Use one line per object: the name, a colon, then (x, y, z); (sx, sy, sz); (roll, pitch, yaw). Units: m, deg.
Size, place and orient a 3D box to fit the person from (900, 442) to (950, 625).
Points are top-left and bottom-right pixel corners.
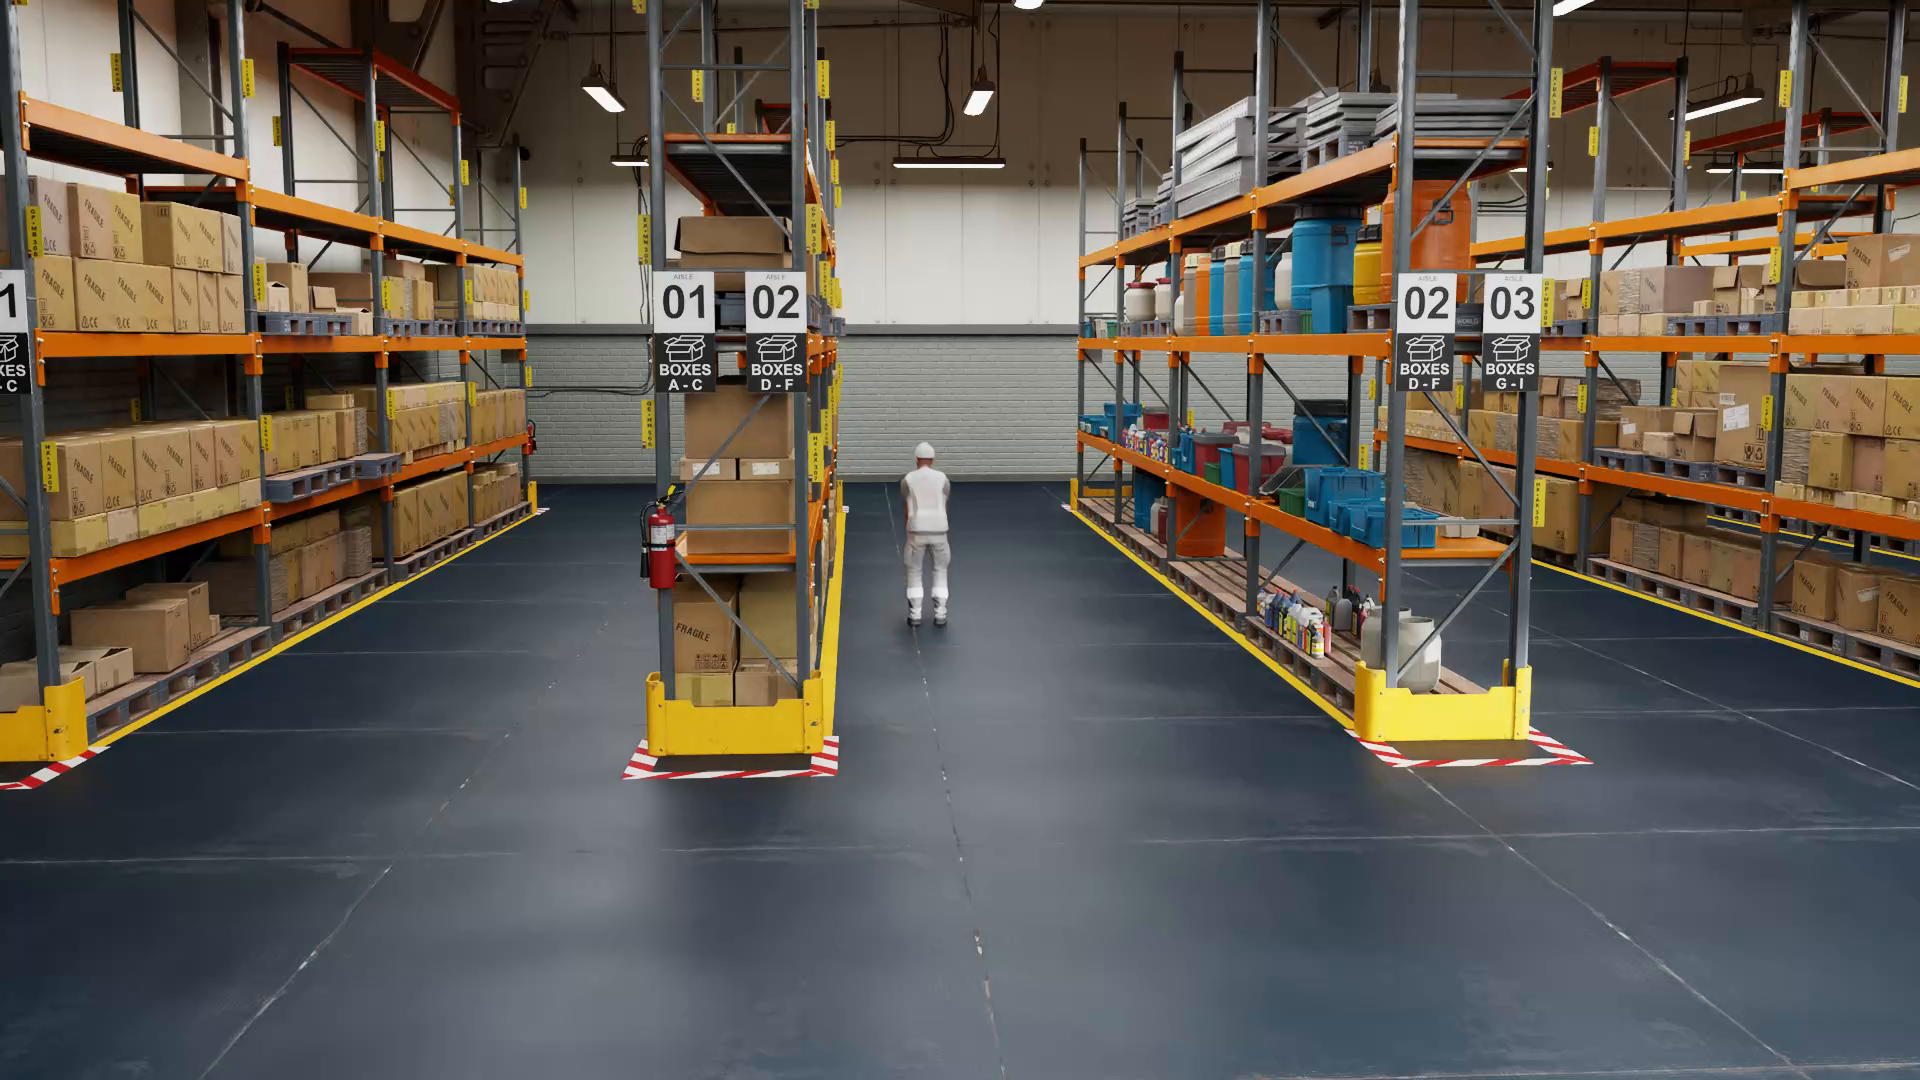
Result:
person: (-0.343, -0.074, 16.305); (0.494, 1.776, 0.570); (-1, 7, -5)
